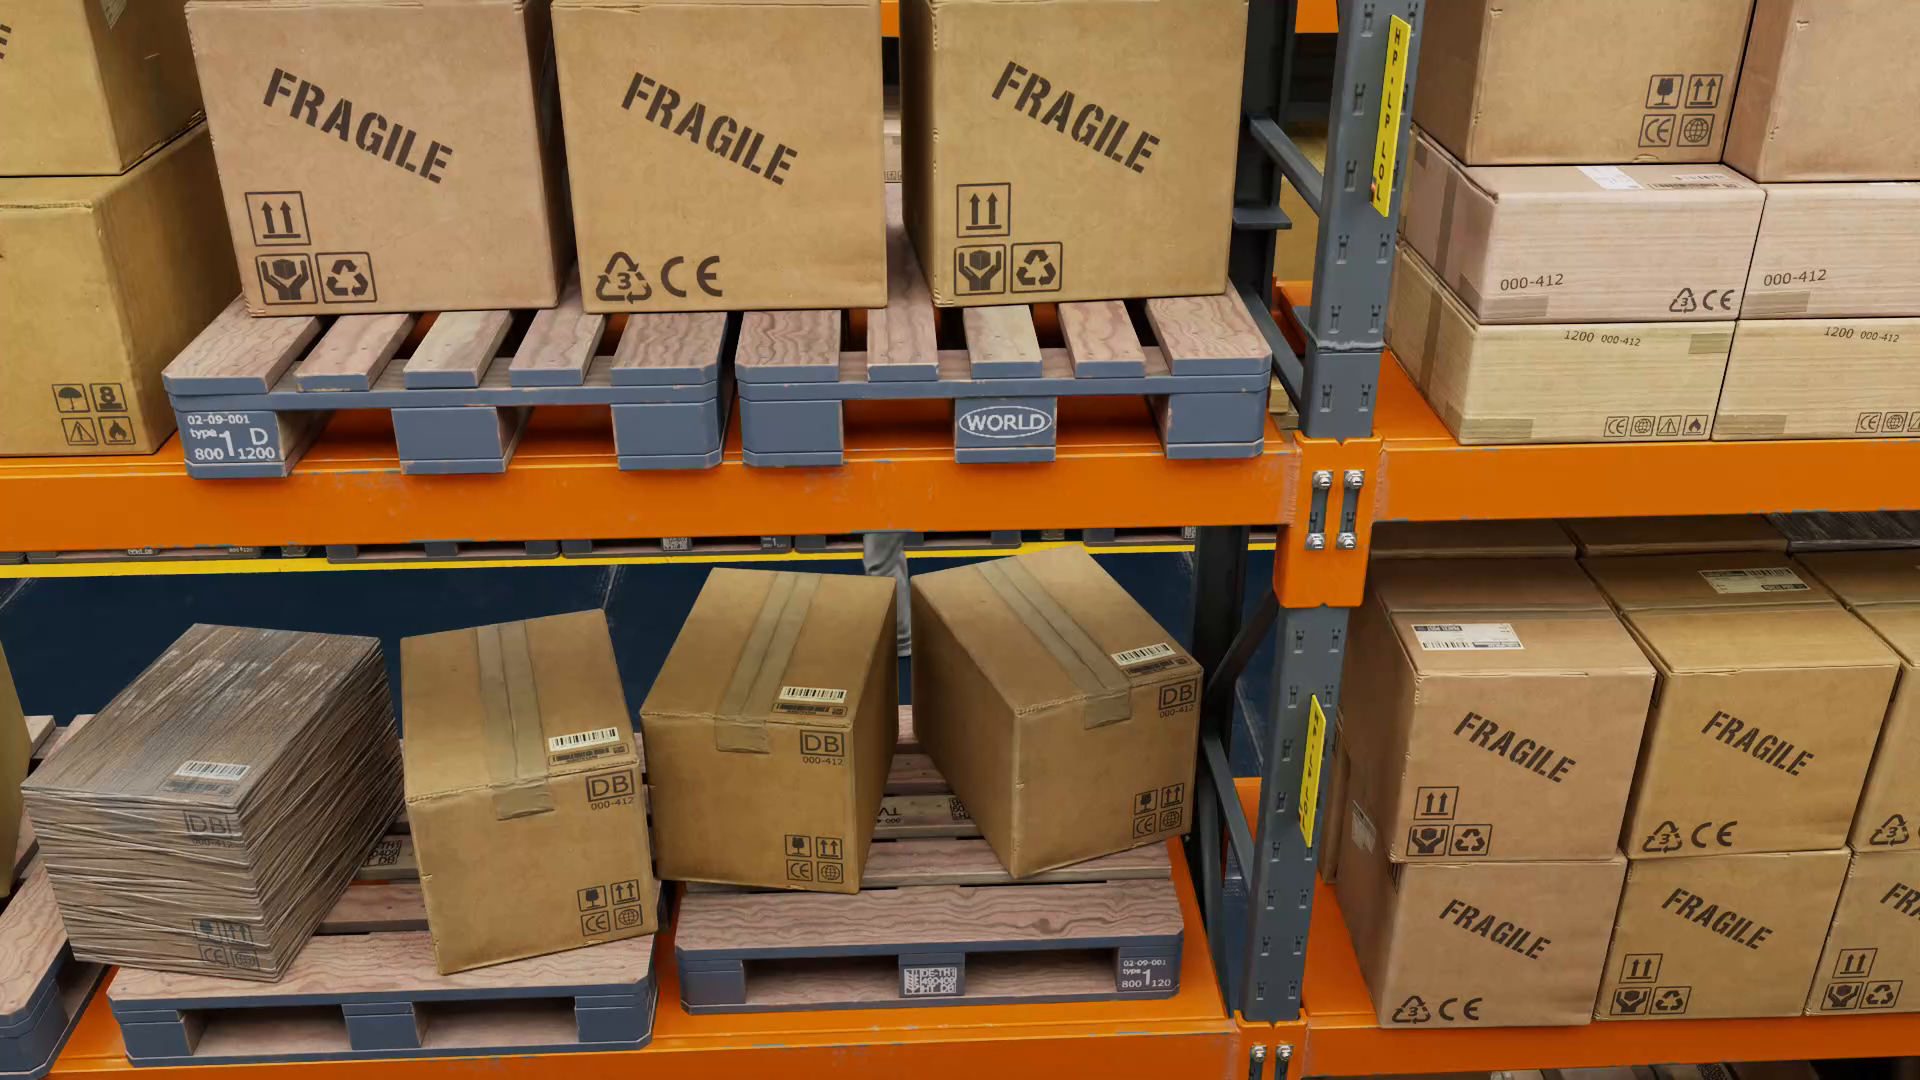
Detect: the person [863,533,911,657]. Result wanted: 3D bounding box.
[{"bbox_3d":[-0.400,-0.236,7.595,0.558,1.655,0.436,-1,28,-2],"label":"person"}]
